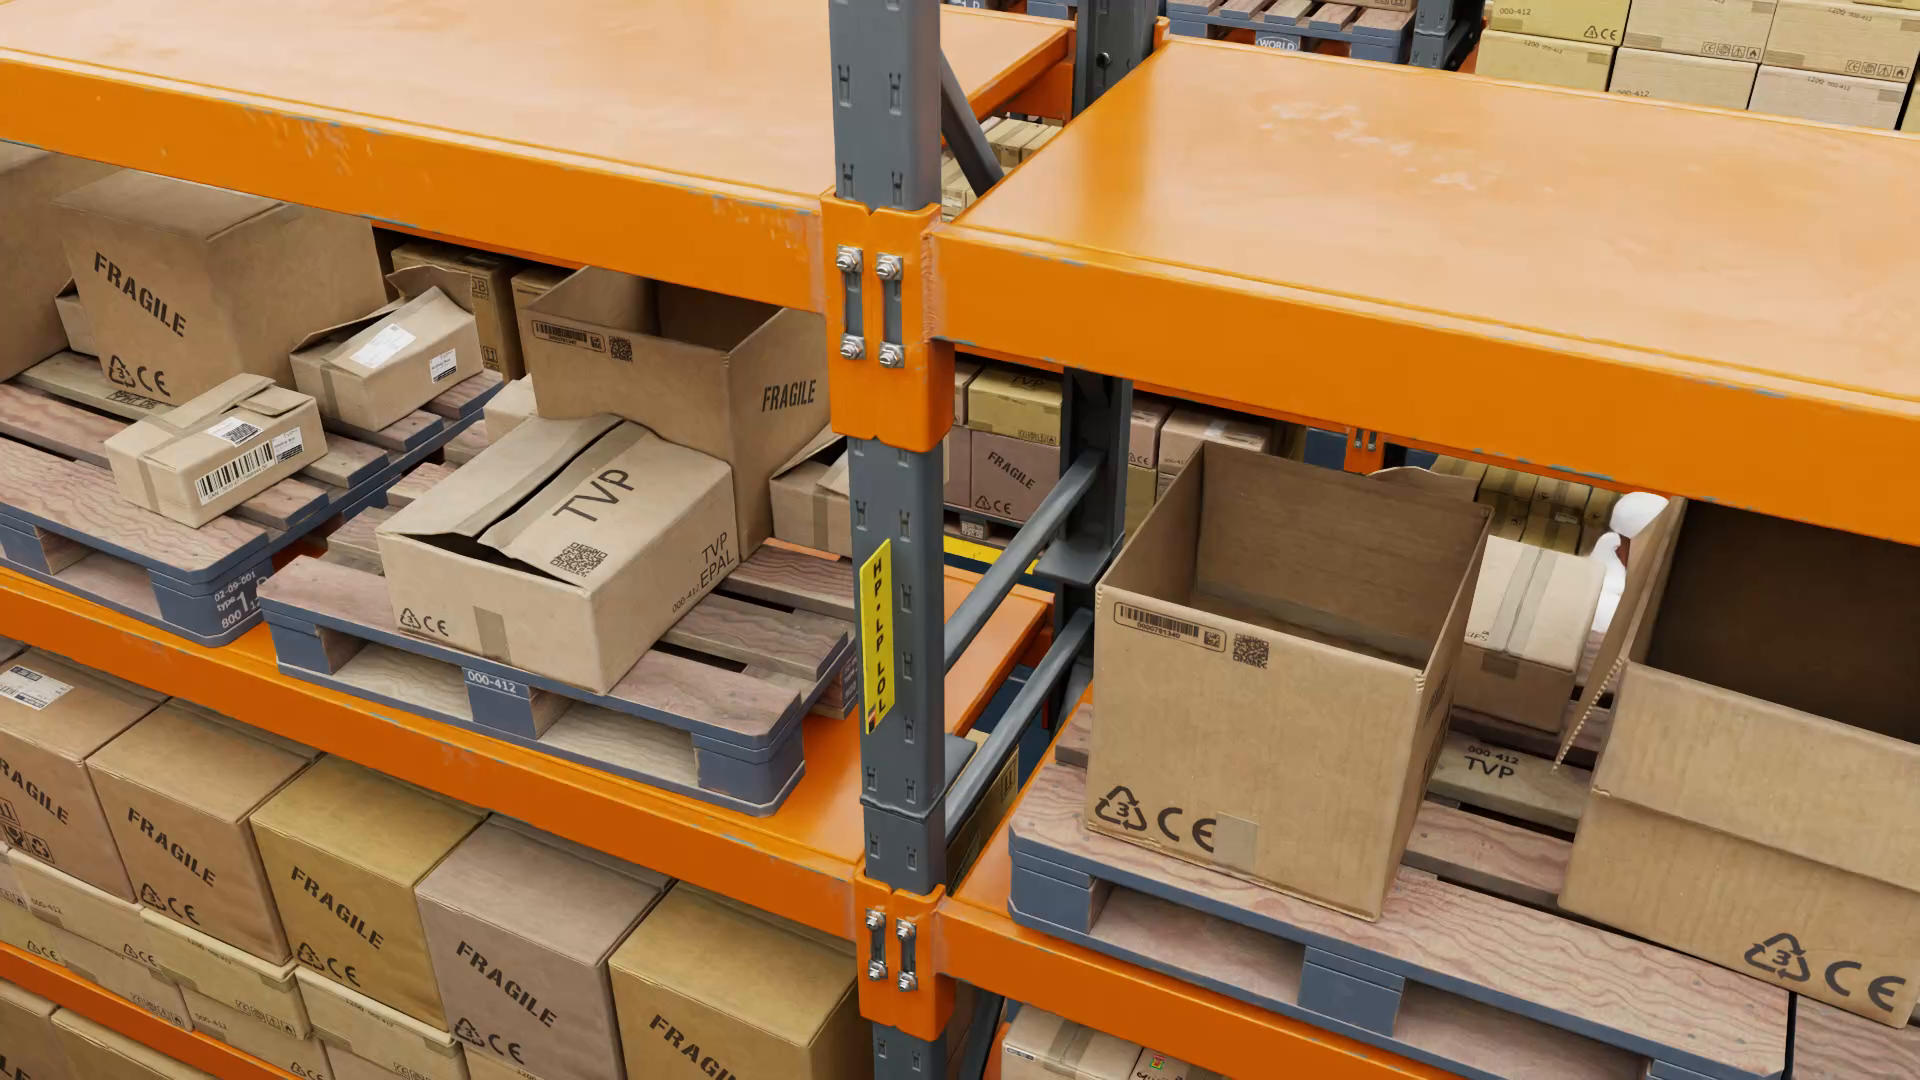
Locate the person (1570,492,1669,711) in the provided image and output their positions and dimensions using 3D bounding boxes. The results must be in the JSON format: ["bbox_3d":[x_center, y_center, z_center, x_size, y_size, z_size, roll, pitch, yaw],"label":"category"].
[{"bbox_3d":[2.530,0.584,6.581,0.549,1.800,0.653,17,37,24],"label":"person"}]
